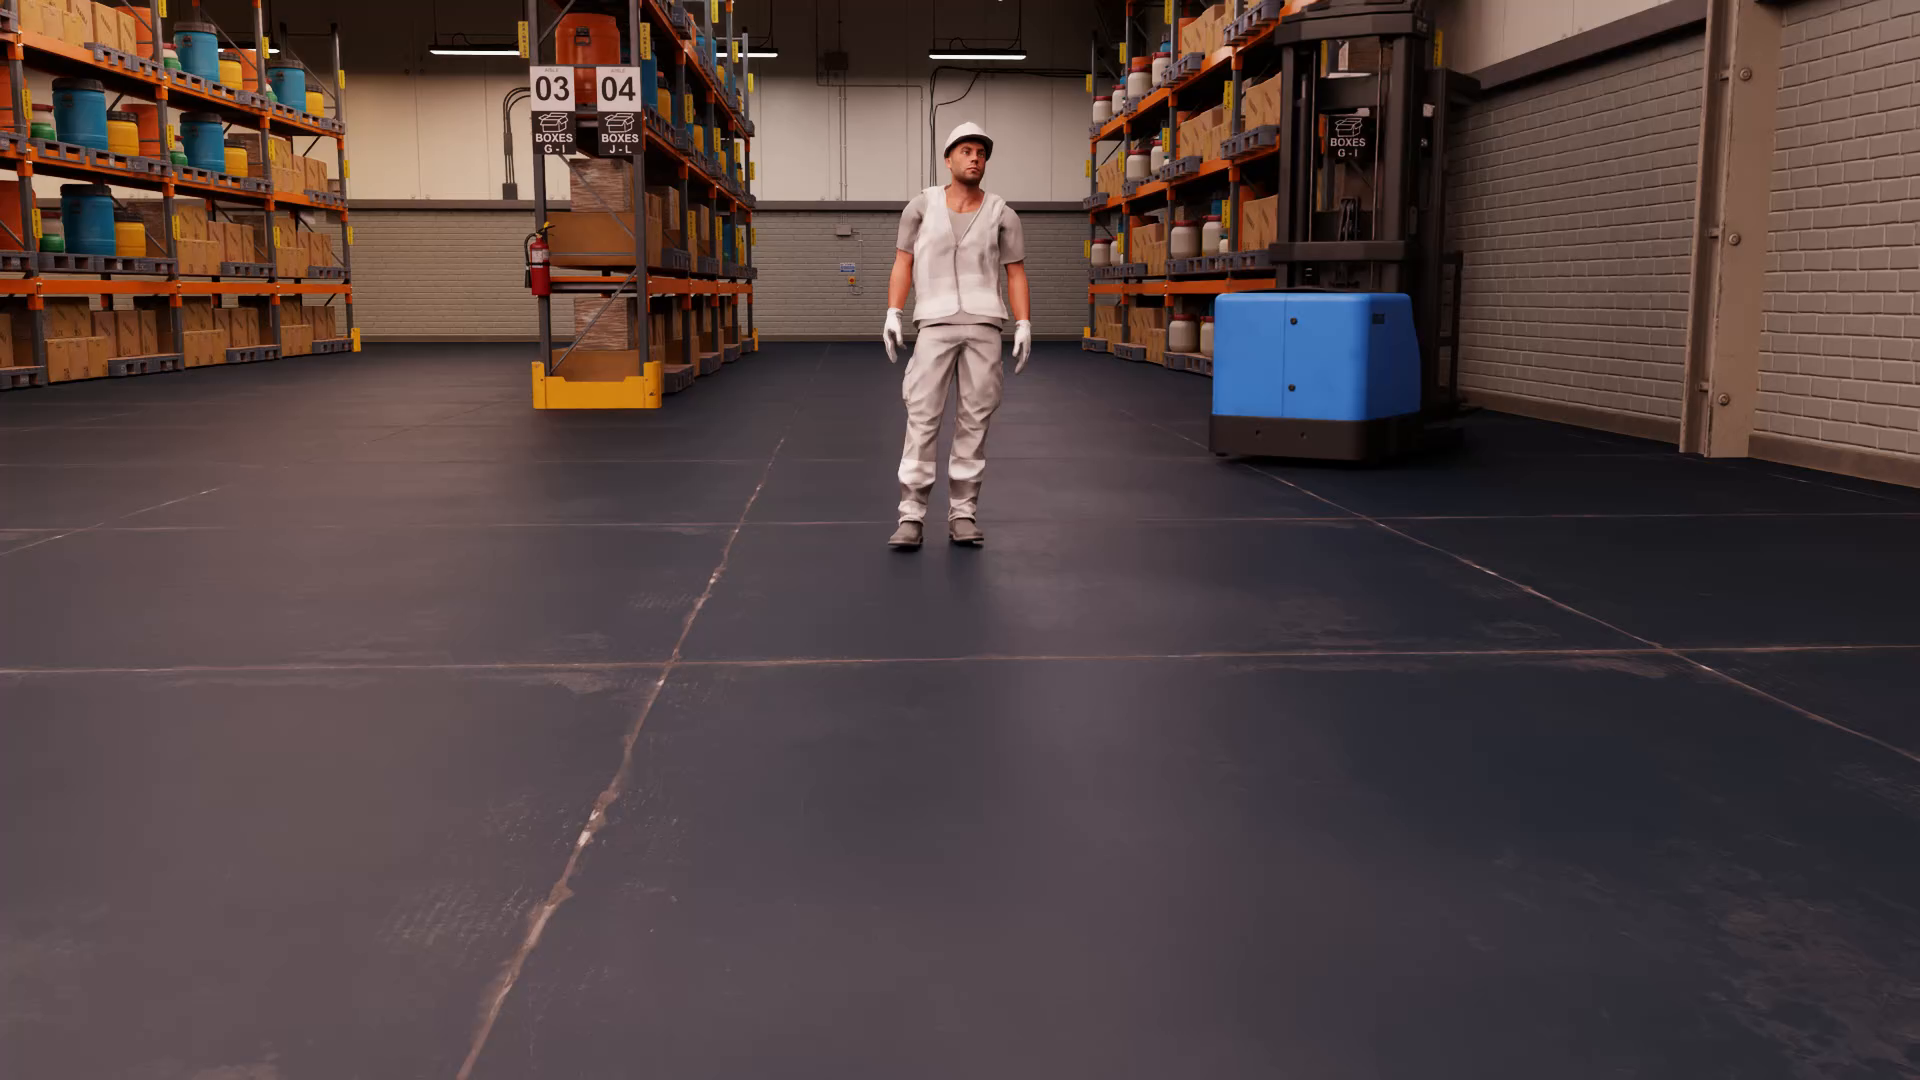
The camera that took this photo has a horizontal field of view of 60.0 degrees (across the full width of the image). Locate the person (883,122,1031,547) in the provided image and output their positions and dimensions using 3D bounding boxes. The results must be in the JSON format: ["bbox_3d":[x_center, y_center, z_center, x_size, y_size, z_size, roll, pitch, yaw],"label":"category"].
[{"bbox_3d":[-0.008,-0.880,7.098,0.637,1.787,0.564,-1,8,-4],"label":"person"}]

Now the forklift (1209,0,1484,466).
[{"bbox_3d":[2.829,-2.078,11.328,1.130,2.935,3.031,6,10,34],"label":"forklift"}]
